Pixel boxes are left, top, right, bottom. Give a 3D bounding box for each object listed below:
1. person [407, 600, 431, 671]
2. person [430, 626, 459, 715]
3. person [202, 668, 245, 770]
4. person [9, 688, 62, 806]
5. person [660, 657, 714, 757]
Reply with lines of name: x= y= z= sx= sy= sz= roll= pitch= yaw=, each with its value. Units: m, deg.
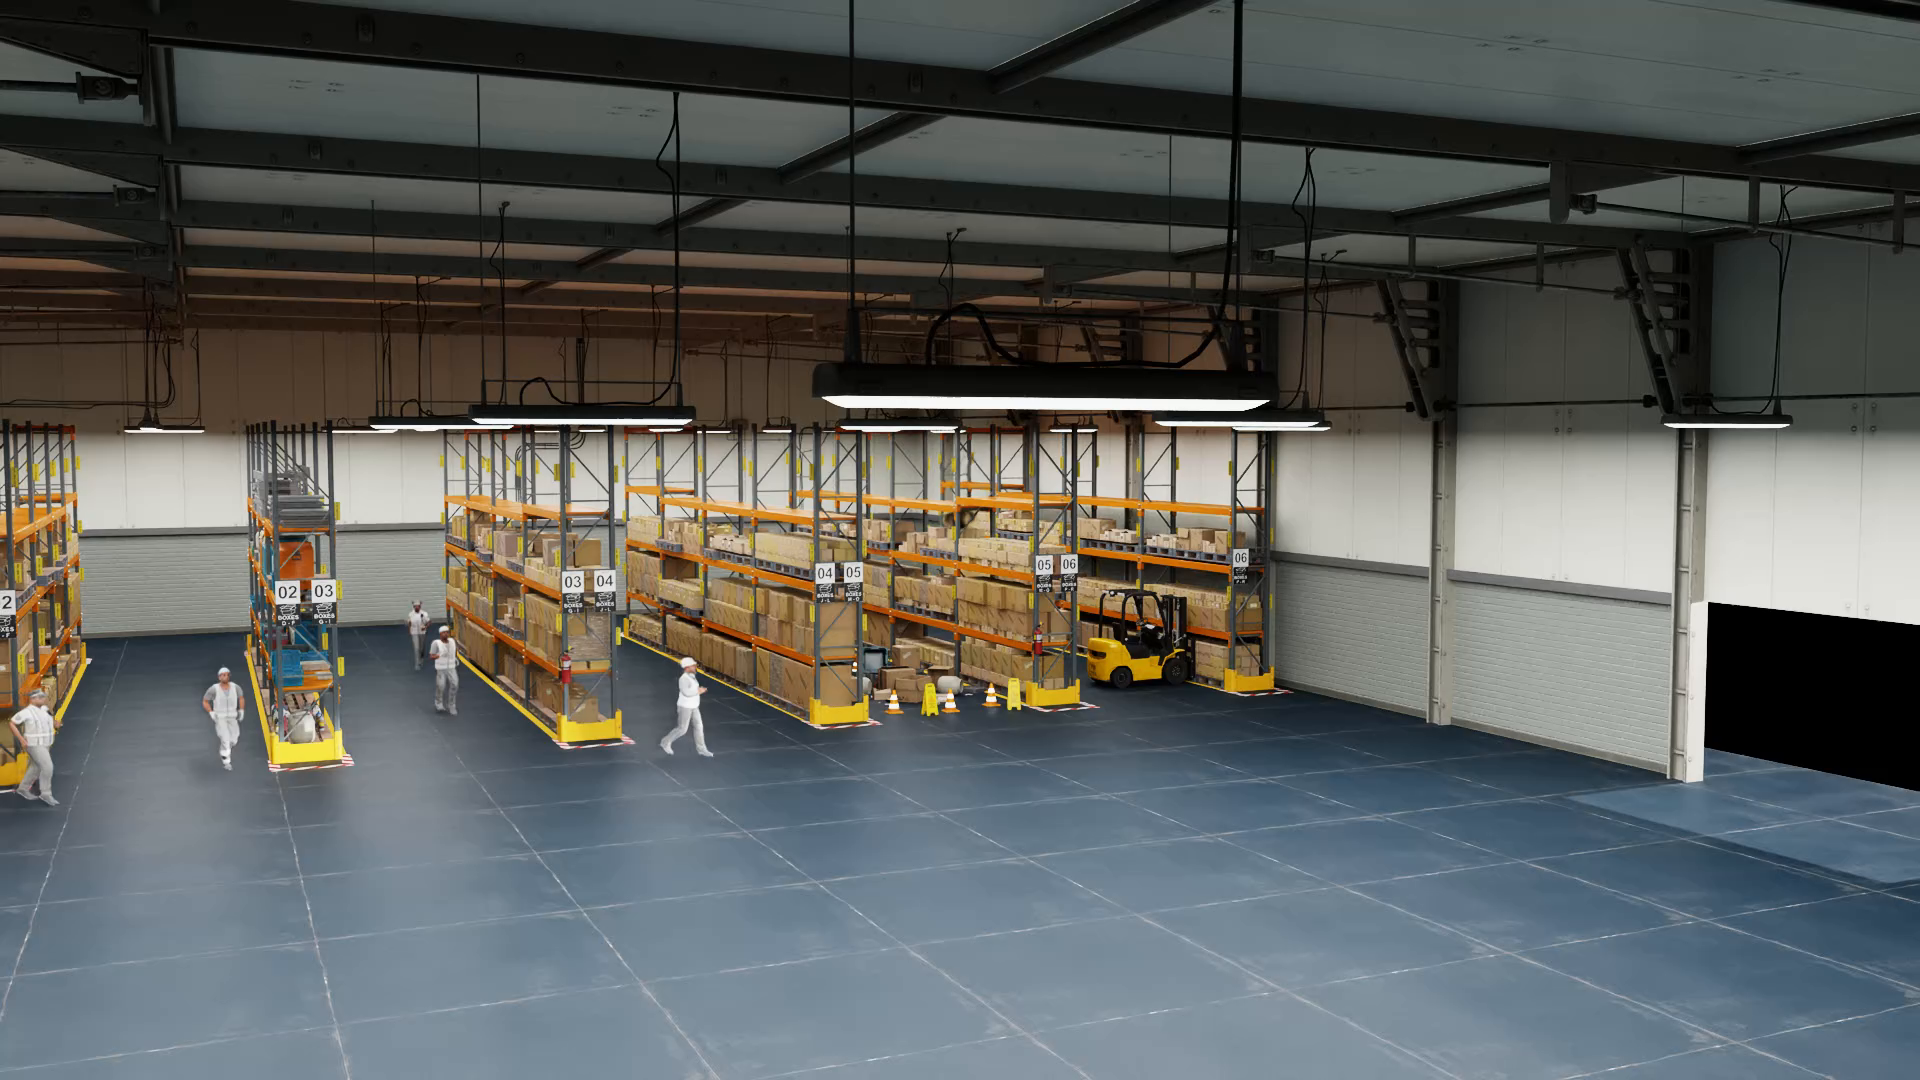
person: x=-13.258 y=2.309 z=40.774 sx=0.573 sy=1.691 sz=0.859 roll=-1 pitch=4 yaw=-16
person: x=-10.598 y=2.686 z=34.267 sx=0.654 sy=1.835 sz=0.735 roll=-3 pitch=4 yaw=-37
person: x=-12.720 y=3.063 z=28.734 sx=0.685 sy=1.749 sz=0.685 roll=-3 pitch=5 yaw=-42
person: x=-14.340 y=3.214 z=25.882 sx=0.764 sy=1.837 sz=0.635 roll=0 pitch=4 yaw=0
person: x=-4.847 y=2.961 z=29.515 sx=0.970 sy=1.766 sz=0.653 roll=1 pitch=4 yaw=10
